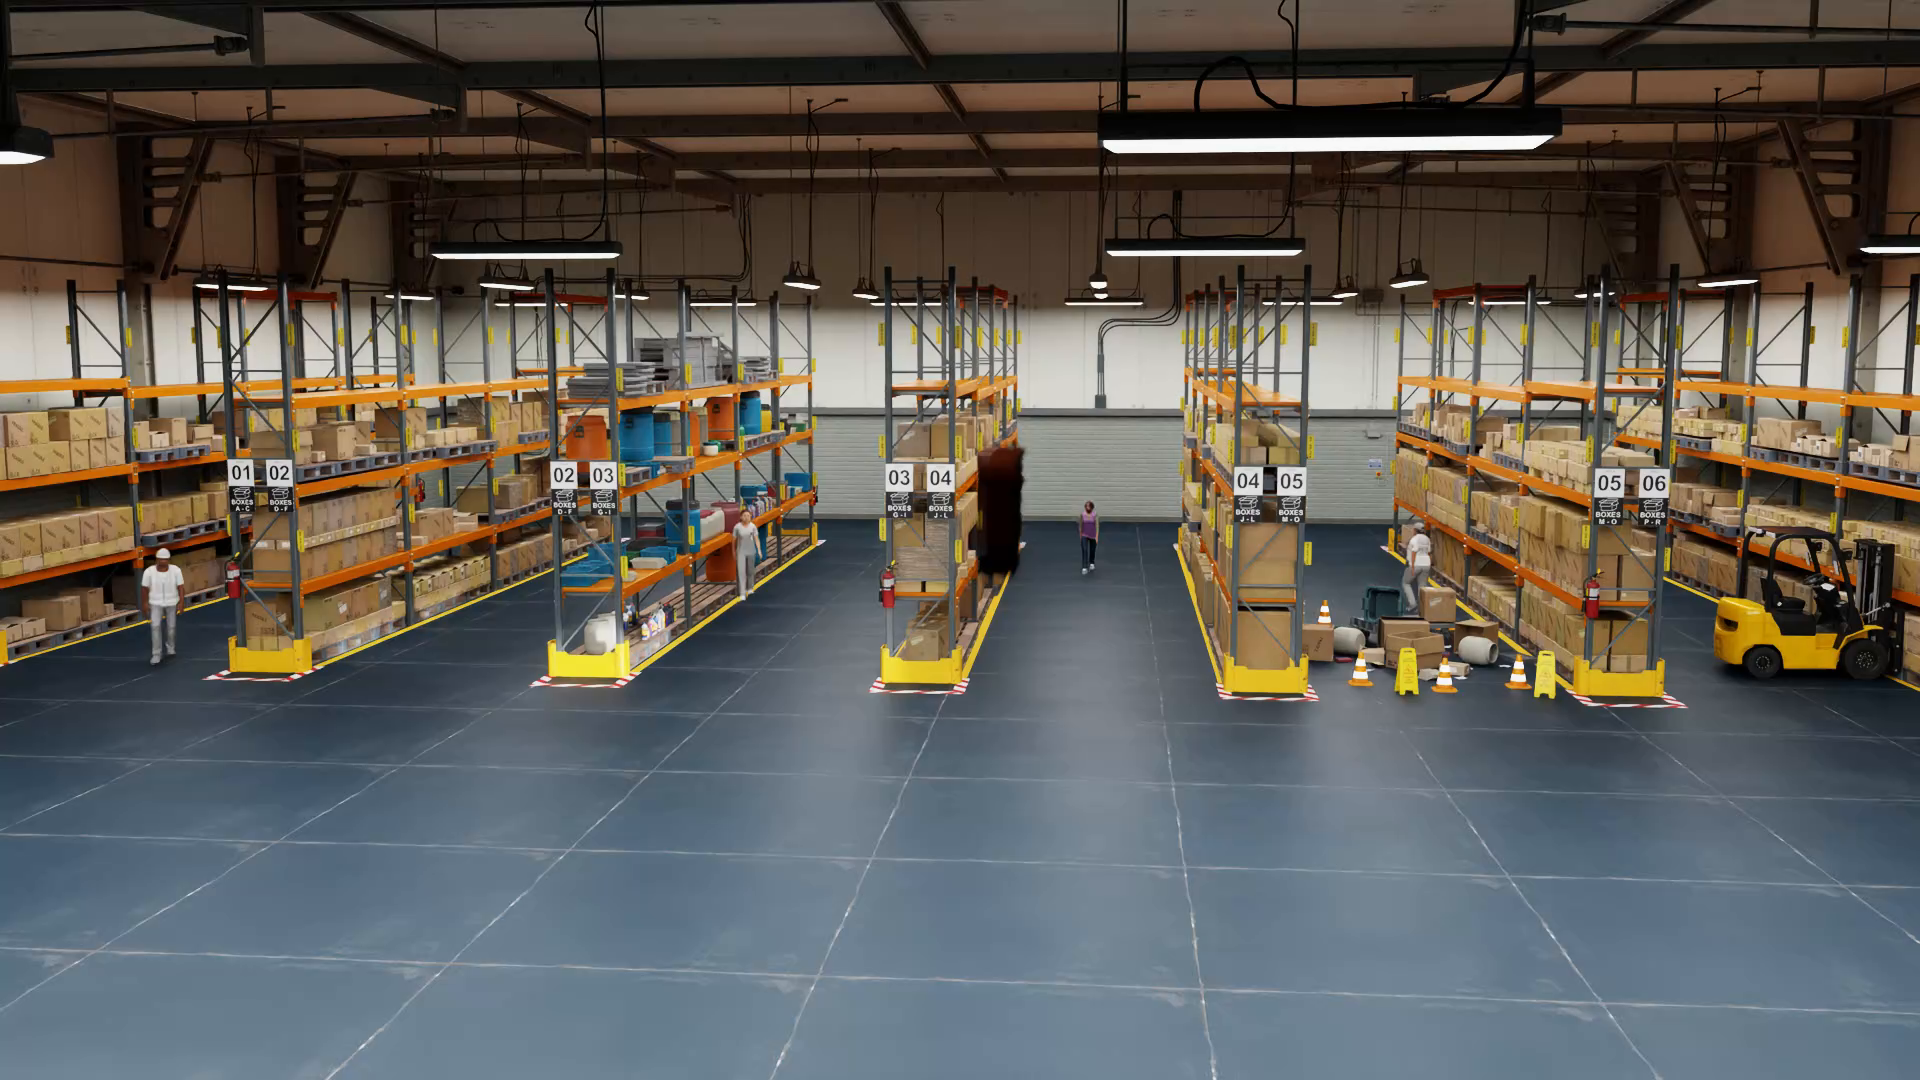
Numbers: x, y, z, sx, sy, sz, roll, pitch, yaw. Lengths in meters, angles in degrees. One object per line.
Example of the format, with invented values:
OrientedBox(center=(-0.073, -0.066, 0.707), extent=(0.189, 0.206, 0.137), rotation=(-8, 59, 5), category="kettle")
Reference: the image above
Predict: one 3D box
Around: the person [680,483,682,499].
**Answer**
OrientedBox(center=(-6.596, -0.693, 40.245), extent=(0.623, 1.706, 0.630), rotation=(-3, 7, -22), category="person")

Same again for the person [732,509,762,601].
OrientedBox(center=(-3.848, 0.243, 30.008), extent=(0.530, 1.630, 1.005), rotation=(-1, 7, -9), category="person")

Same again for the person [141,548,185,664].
OrientedBox(center=(-12.381, 0.988, 25.841), extent=(0.614, 1.724, 0.946), rotation=(-3, 8, -26), category="person")

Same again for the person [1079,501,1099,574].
OrientedBox(center=(2.744, -0.076, 35.390), extent=(0.432, 1.509, 1.024), rotation=(1, 7, 5), category="person")

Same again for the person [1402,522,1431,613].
OrientedBox(center=(8.339, 0.515, 30.221), extent=(0.512, 1.665, 0.503), rotation=(-2, 7, -18), category="person")
